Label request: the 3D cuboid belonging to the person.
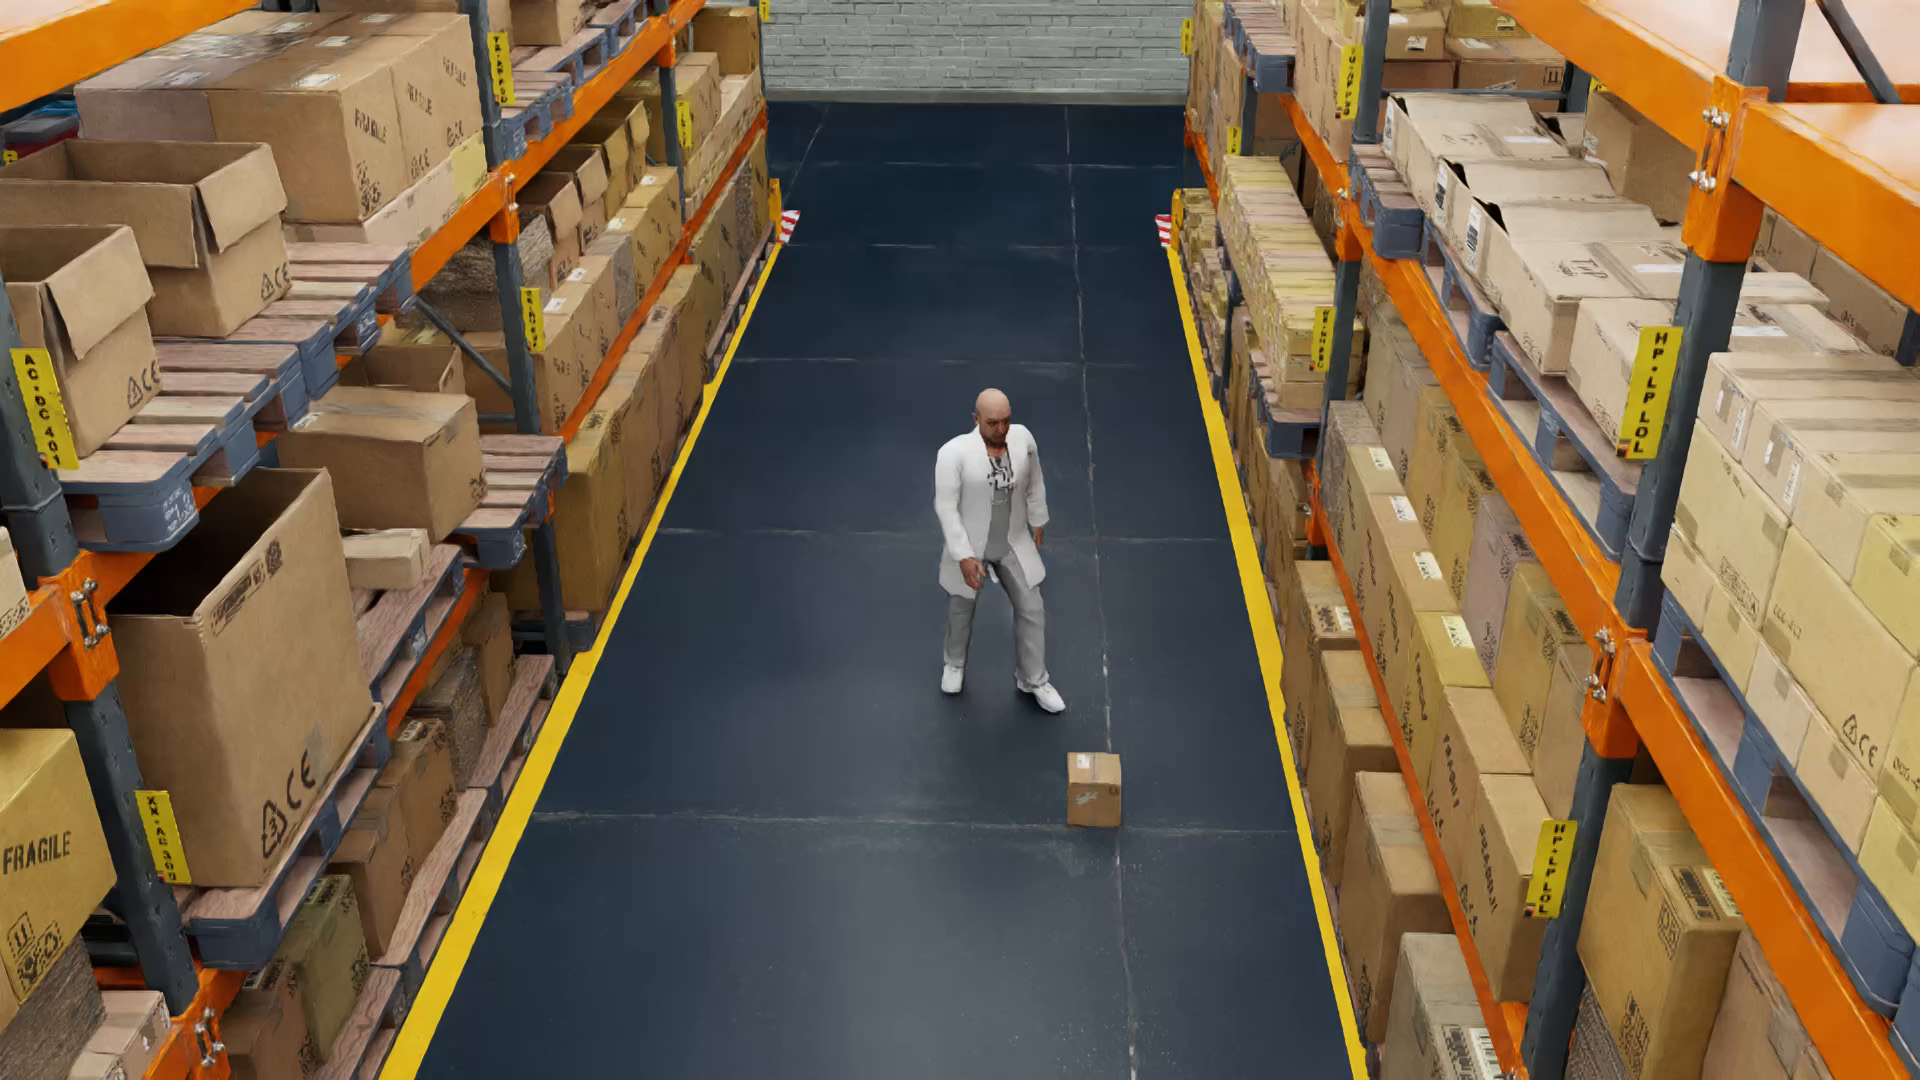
[{"bbox_3d":[0.184,0.028,8.575,0.680,1.761,0.683,-9,29,-17],"label":"person"}]
